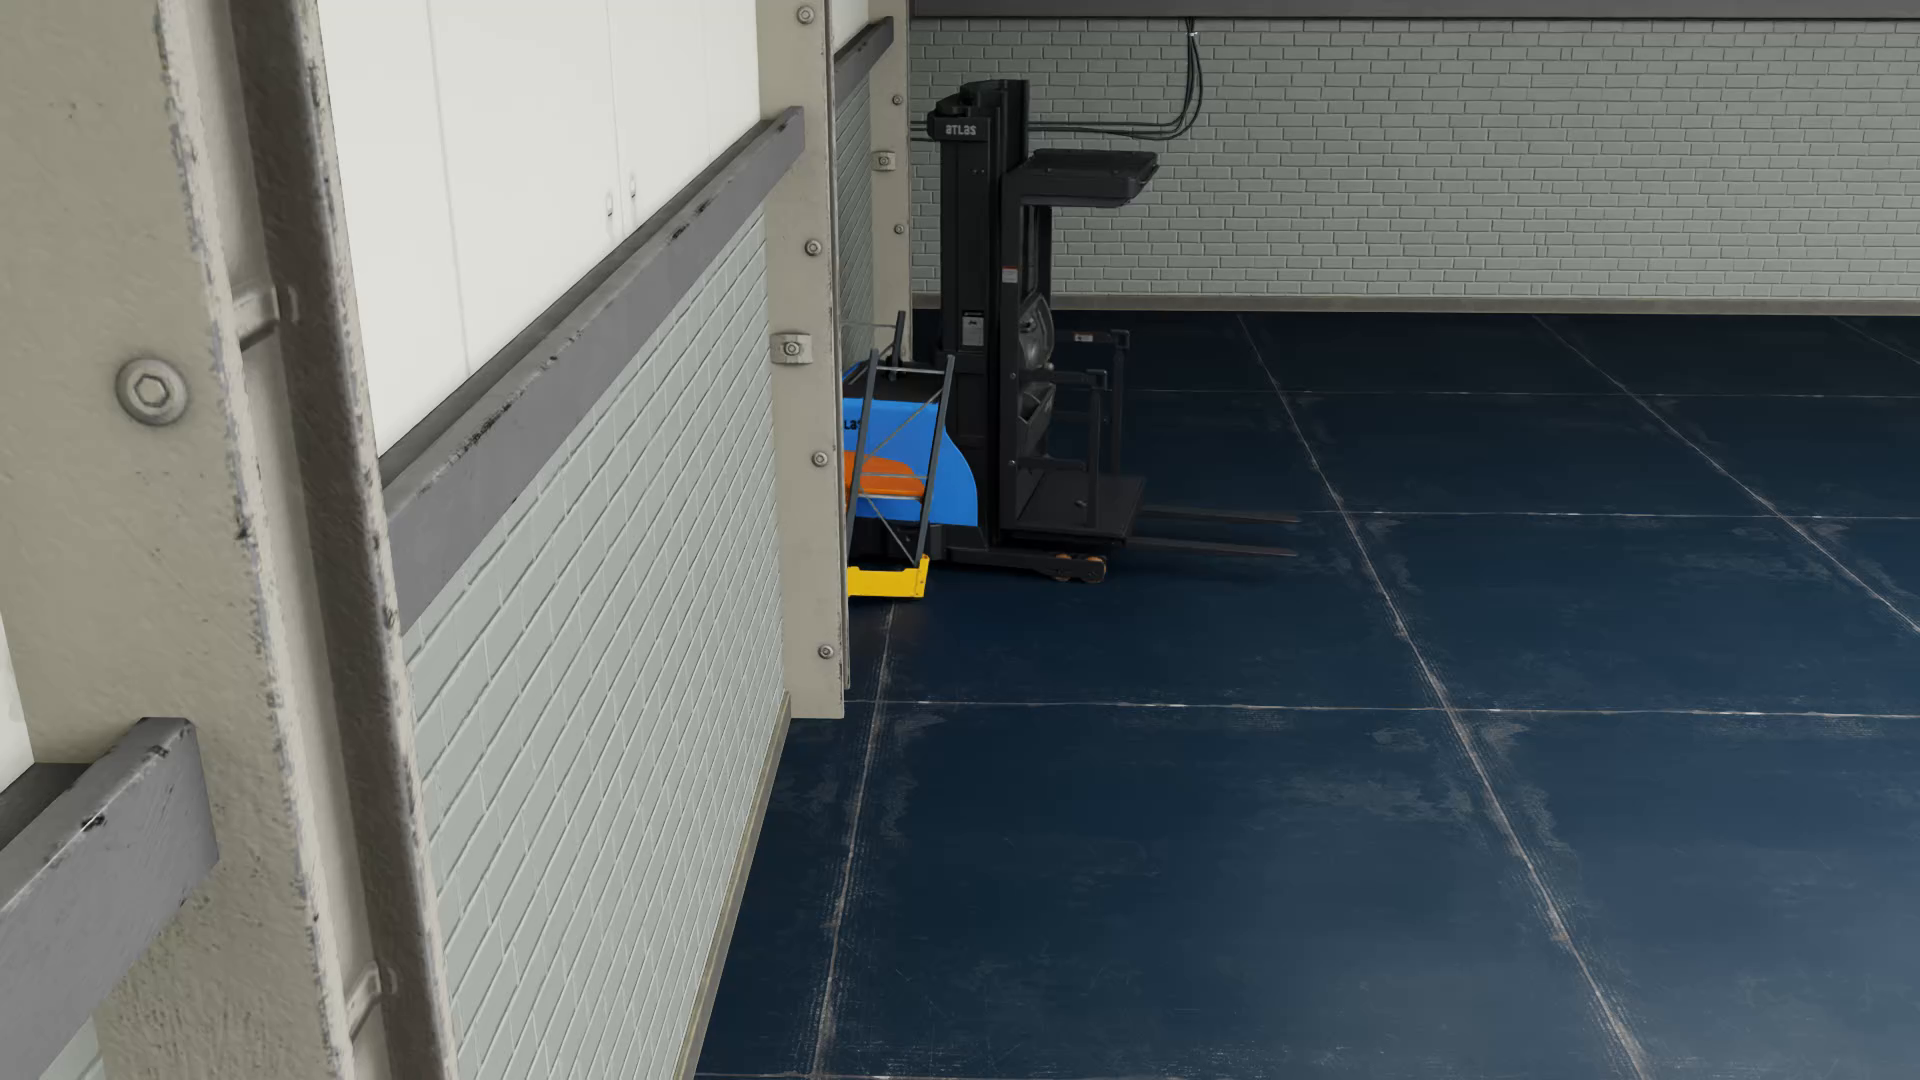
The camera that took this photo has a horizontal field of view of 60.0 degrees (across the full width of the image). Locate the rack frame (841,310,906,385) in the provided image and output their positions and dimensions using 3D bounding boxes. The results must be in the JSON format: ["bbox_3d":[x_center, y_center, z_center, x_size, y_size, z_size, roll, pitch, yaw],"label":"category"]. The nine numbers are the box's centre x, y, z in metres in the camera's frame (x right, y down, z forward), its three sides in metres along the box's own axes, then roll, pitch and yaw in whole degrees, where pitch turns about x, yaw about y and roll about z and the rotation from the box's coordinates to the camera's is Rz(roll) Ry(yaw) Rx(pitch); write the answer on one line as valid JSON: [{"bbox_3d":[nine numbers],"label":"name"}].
[{"bbox_3d":[-0.697,-0.752,10.633,0.500,1.500,0.032,2,21,-20],"label":"rack frame"}]

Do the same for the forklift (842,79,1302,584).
[{"bbox_3d":[0.664,-1.304,10.338,3.031,2.935,1.130,5,22,12],"label":"forklift"}]

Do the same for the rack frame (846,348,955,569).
[{"bbox_3d":[-0.386,-0.375,9.741,0.500,1.500,0.032,2,21,-20],"label":"rack frame"}]

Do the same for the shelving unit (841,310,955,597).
[{"bbox_3d":[-0.539,-0.560,10.179,0.587,1.500,1.083,2,21,-20],"label":"shelving unit"}]

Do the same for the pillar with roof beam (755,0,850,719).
[{"bbox_3d":[3.548,-3.294,7.079,9.100,9.000,0.400,1,21,2],"label":"pillar with roof beam"}]

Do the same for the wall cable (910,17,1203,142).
[{"bbox_3d":[0.839,-5.114,16.061,3.097,2.526,0.112,1,21,2],"label":"wall cable"}]

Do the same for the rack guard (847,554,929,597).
[{"bbox_3d":[-0.486,0.205,9.953,0.587,0.250,0.087,2,21,-20],"label":"rack guard"}]

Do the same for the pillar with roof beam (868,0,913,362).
[{"bbox_3d":[3.730,-5.463,12.670,9.100,9.000,0.400,1,21,2],"label":"pillar with roof beam"}]

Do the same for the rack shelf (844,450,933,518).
[{"bbox_3d":[-0.570,-0.396,10.248,0.538,0.185,1.000,2,21,-20],"label":"rack shelf"}]
